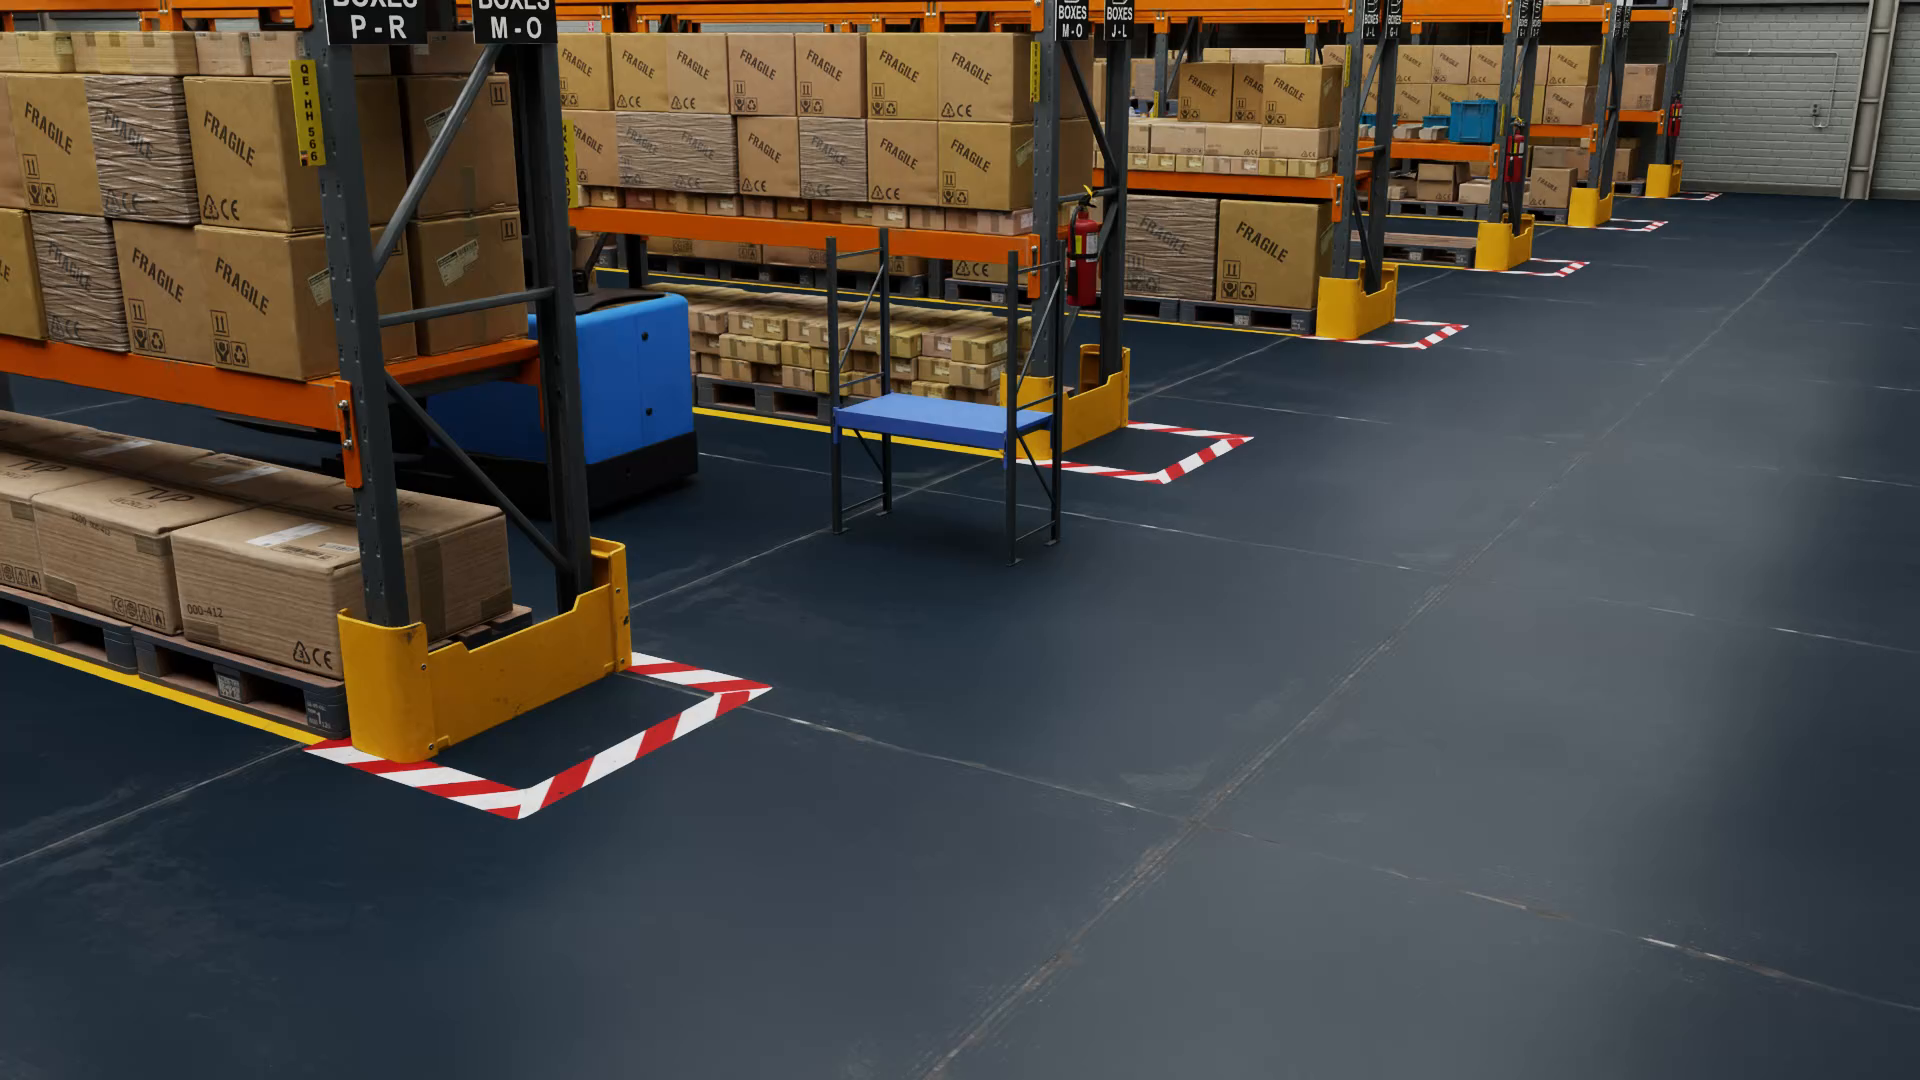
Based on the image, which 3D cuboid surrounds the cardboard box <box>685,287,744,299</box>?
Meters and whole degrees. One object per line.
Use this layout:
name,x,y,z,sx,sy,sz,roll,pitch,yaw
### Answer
cardboard box,-1.783,-1.737,12.097,0.250,0.149,0.380,10,20,30

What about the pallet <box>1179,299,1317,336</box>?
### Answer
pallet,2.691,-2.043,14.743,1.213,0.211,1.003,10,20,30

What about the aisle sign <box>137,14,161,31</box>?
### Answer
aisle sign,-10.430,-6.888,21.422,0.004,0.787,0.394,10,20,30

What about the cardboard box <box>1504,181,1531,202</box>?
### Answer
cardboard box,7.860,-4.852,23.166,0.500,0.250,0.500,10,20,30

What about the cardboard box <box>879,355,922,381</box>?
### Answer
cardboard box,-0.311,-1.129,10.608,0.250,0.149,0.380,9,19,28

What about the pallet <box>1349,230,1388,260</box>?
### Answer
pallet,4.288,-3.488,19.501,1.213,0.211,1.003,10,20,30

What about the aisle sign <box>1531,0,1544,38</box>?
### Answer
aisle sign,6.222,-5.808,17.868,0.004,0.787,0.394,10,20,30

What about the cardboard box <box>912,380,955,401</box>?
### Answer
cardboard box,-0.098,-0.941,10.501,0.250,0.149,0.380,11,20,32

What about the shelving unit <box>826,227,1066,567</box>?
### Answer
shelving unit,-0.073,-0.731,8.206,1.048,1.500,0.538,10,20,30

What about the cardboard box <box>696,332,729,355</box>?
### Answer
cardboard box,-1.596,-1.381,11.438,0.250,0.149,0.380,11,20,33

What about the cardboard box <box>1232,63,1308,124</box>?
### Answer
cardboard box,2.720,-3.920,14.582,0.500,0.500,0.500,10,19,29

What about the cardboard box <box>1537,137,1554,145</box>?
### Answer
cardboard box,9.672,-6.575,27.328,0.250,0.149,0.380,10,20,31

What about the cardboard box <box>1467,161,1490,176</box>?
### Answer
cardboard box,8.792,-6.352,27.710,0.500,0.500,0.700,10,20,30

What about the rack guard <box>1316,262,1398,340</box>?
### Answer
rack guard,3.434,-2.075,14.353,0.348,0.500,1.175,10,20,30

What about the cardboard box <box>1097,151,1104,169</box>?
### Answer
cardboard box,1.412,-3.399,14.842,0.250,0.149,0.380,9,19,28

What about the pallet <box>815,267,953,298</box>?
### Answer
pallet,-0.692,-2.648,16.735,1.213,0.211,1.003,10,20,30

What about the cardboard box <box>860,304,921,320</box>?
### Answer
cardboard box,-0.469,-1.491,11.288,0.250,0.149,0.380,11,20,32

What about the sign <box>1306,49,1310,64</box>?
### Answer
sign,4.905,-6.752,23.457,0.005,0.325,0.100,10,20,30

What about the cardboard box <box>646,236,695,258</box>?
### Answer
cardboard box,-2.826,-3.566,17.893,0.875,0.875,1.225,9,19,28

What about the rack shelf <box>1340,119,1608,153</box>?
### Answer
rack shelf,6.897,-5.688,23.183,4.000,0.370,1.077,10,20,30

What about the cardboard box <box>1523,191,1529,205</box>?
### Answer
cardboard box,7.711,-4.688,22.772,0.250,0.166,0.380,10,20,30

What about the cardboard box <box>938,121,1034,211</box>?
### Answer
cardboard box,0.214,-2.257,9.965,0.500,0.500,0.500,11,20,31

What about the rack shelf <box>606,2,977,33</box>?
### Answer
rack shelf,-1.699,-5.279,16.674,4.000,0.370,1.077,10,20,30

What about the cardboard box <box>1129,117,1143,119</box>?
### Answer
cardboard box,1.396,-3.796,15.463,0.500,0.250,0.500,11,20,31

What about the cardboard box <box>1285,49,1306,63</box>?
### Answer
cardboard box,5.950,-8.365,28.750,0.500,0.250,0.500,10,19,29

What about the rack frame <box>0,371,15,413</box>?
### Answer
rack frame,-5.181,-1.429,7.924,0.127,3.000,1.000,10,20,30

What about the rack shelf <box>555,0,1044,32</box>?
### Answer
rack shelf,-0.973,-3.457,10.678,4.000,0.370,1.077,10,20,30

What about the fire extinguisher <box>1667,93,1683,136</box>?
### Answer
fire extinguisher,11.077,-6.602,25.731,0.183,0.674,0.296,10,20,30

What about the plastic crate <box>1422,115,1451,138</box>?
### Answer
plastic crate,5.407,-4.669,18.777,0.300,0.233,0.416,10,20,30

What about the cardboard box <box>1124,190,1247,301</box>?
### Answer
cardboard box,2.051,-2.675,14.960,0.875,0.875,0.875,10,20,30

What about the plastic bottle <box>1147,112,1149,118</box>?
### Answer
plastic bottle,2.394,-5.236,20.658,0.133,0.283,0.061,10,20,30

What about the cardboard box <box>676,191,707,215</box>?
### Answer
cardboard box,-1.684,-2.280,11.159,0.250,0.149,0.380,11,20,31

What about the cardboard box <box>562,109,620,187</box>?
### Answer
cardboard box,-2.387,-2.723,11.500,0.500,0.500,0.500,10,19,29

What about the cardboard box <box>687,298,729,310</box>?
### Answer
cardboard box,-1.813,-1.571,11.552,0.250,0.149,0.380,10,19,29

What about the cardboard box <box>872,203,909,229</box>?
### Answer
cardboard box,-0.338,-2.036,10.354,0.250,0.149,0.380,11,20,32

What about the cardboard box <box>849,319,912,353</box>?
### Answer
cardboard box,-0.511,-1.317,10.713,0.250,0.149,0.380,9,19,28

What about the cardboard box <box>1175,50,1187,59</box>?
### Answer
cardboard box,4.064,-8.786,30.099,0.250,0.149,0.380,7,18,23

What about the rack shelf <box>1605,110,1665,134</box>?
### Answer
rack shelf,9.486,-6.915,27.223,4.000,0.370,1.077,10,20,30

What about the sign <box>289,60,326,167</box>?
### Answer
sign,-2.069,-1.356,5.283,0.005,0.325,0.100,10,20,30

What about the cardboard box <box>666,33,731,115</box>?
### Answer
cardboard box,-1.557,-3.050,10.858,0.500,0.500,0.500,10,20,31

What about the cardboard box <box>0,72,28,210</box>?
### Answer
cardboard box,-3.616,-1.586,6.550,0.500,0.500,0.500,10,20,30

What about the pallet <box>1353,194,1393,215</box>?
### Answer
pallet,5.777,-4.897,24.140,1.213,0.211,1.003,10,20,30

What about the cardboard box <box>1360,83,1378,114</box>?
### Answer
cardboard box,5.922,-6.162,23.334,0.500,0.500,0.500,11,20,31

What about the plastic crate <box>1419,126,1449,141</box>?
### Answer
plastic crate,5.216,-4.483,18.330,0.243,0.136,0.396,10,20,30

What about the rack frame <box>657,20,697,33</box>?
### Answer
rack frame,-5.033,-8.161,30.088,0.127,3.000,1.000,10,20,30

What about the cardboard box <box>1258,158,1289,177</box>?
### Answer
cardboard box,2.715,-3.166,14.076,0.250,0.149,0.380,10,20,31

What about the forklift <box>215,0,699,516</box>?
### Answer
forklift,-3.024,-1.811,9.300,3.031,2.935,1.130,9,19,27

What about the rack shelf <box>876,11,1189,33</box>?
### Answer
rack shelf,0.893,-6.505,20.713,4.000,0.370,1.077,10,20,30

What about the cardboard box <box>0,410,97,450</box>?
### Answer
cardboard box,-4.702,-0.282,7.834,0.875,0.438,0.875,10,19,29

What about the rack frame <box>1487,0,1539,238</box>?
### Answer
rack frame,6.006,-4.502,18.040,0.127,3.000,1.000,10,20,30

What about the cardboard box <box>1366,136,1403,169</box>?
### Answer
cardboard box,7.160,-6.803,28.591,0.750,0.750,0.750,10,20,31

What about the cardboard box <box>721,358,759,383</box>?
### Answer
cardboard box,-1.408,-1.185,11.303,0.250,0.149,0.380,10,19,29

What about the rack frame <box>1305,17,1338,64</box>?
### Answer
rack frame,5.193,-6.336,24.079,0.127,3.000,1.000,10,20,30

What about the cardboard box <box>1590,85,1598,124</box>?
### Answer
cardboard box,8.361,-5.908,22.499,0.500,0.500,0.500,11,20,31

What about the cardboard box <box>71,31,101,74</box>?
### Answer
cardboard box,-3.055,-1.819,6.200,0.250,0.149,0.380,10,20,30

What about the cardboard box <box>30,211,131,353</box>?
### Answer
cardboard box,-3.186,-1.032,6.446,0.500,0.500,0.500,11,20,32

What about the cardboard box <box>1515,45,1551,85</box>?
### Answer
cardboard box,7.647,-6.330,22.168,0.500,0.500,0.500,11,20,32

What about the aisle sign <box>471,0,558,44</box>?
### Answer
aisle sign,-1.560,-2.125,5.744,0.004,0.787,0.394,10,20,30
